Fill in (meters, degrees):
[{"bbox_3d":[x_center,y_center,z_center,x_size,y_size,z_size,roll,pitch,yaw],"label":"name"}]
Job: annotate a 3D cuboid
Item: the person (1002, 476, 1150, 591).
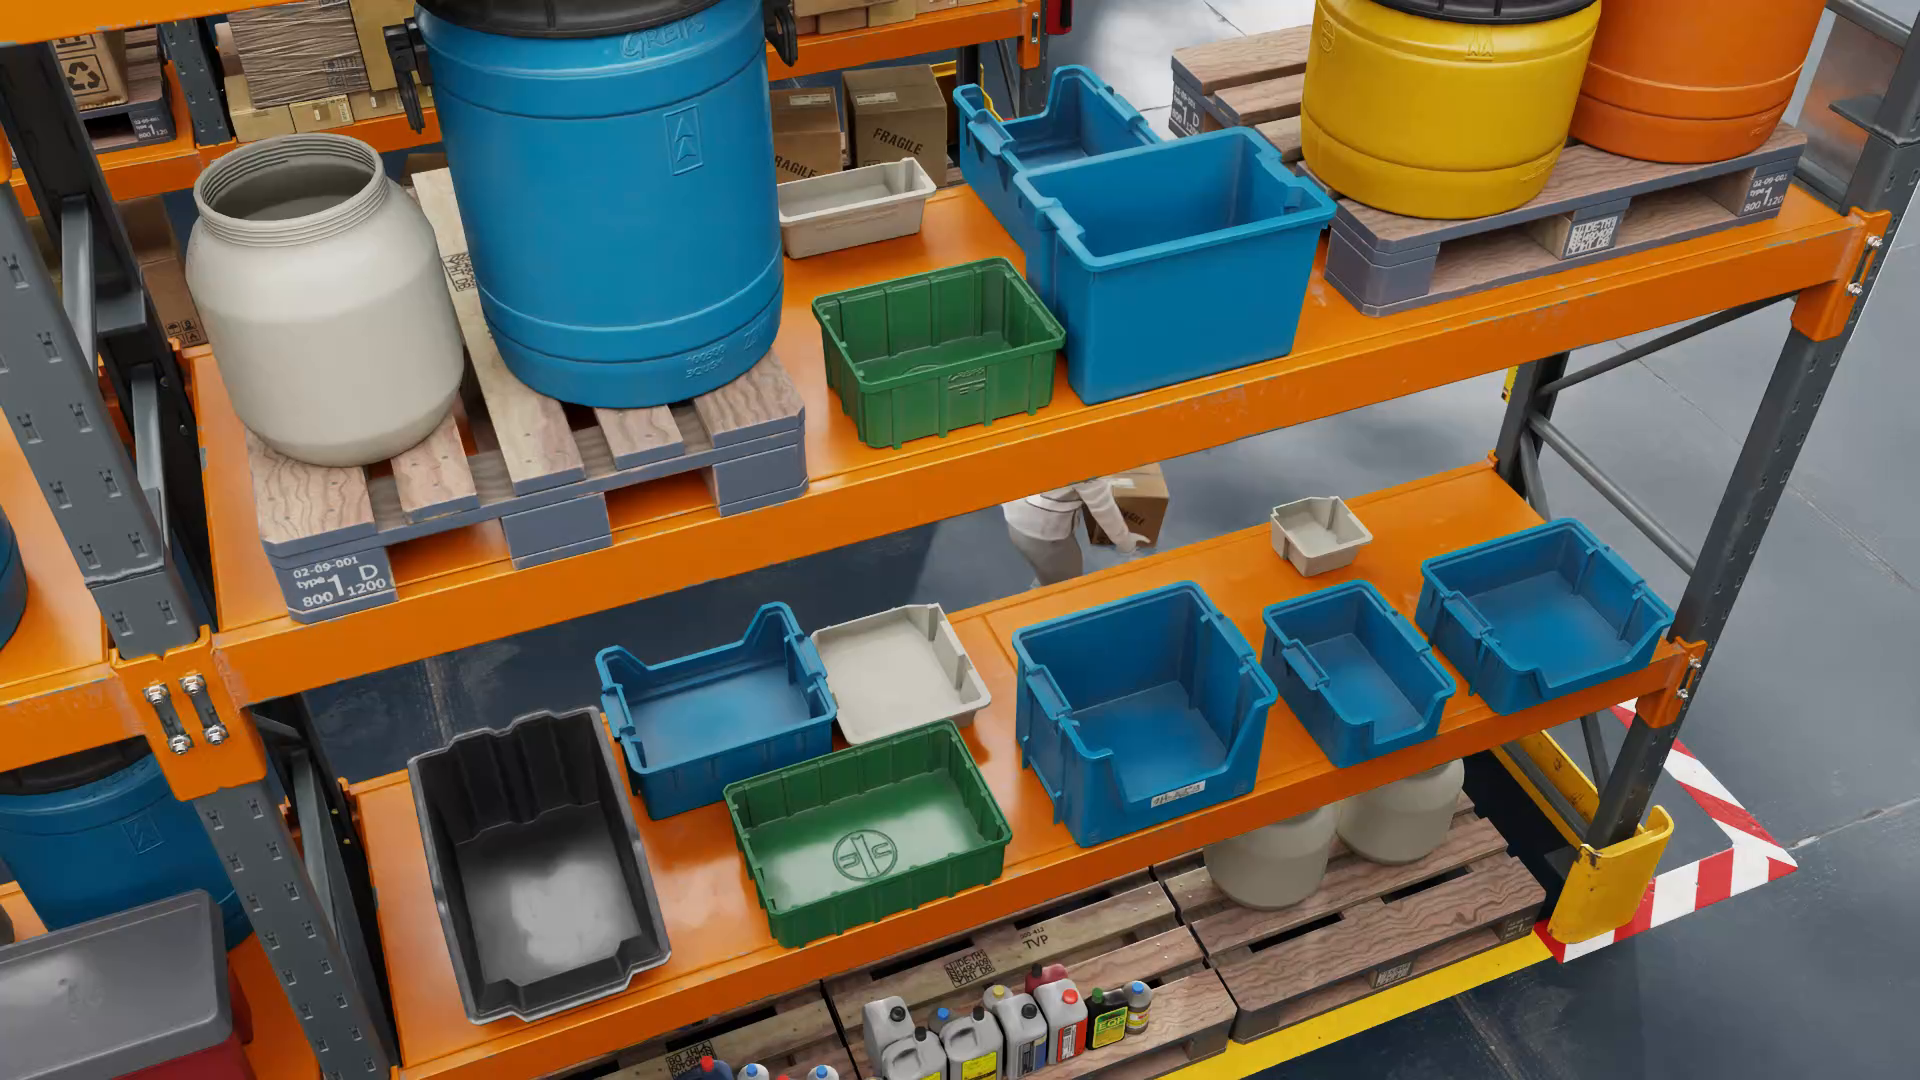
[{"bbox_3d":[0.426,-0.092,6.267,0.542,1.667,0.414,-3,42,-3],"label":"person"}]
